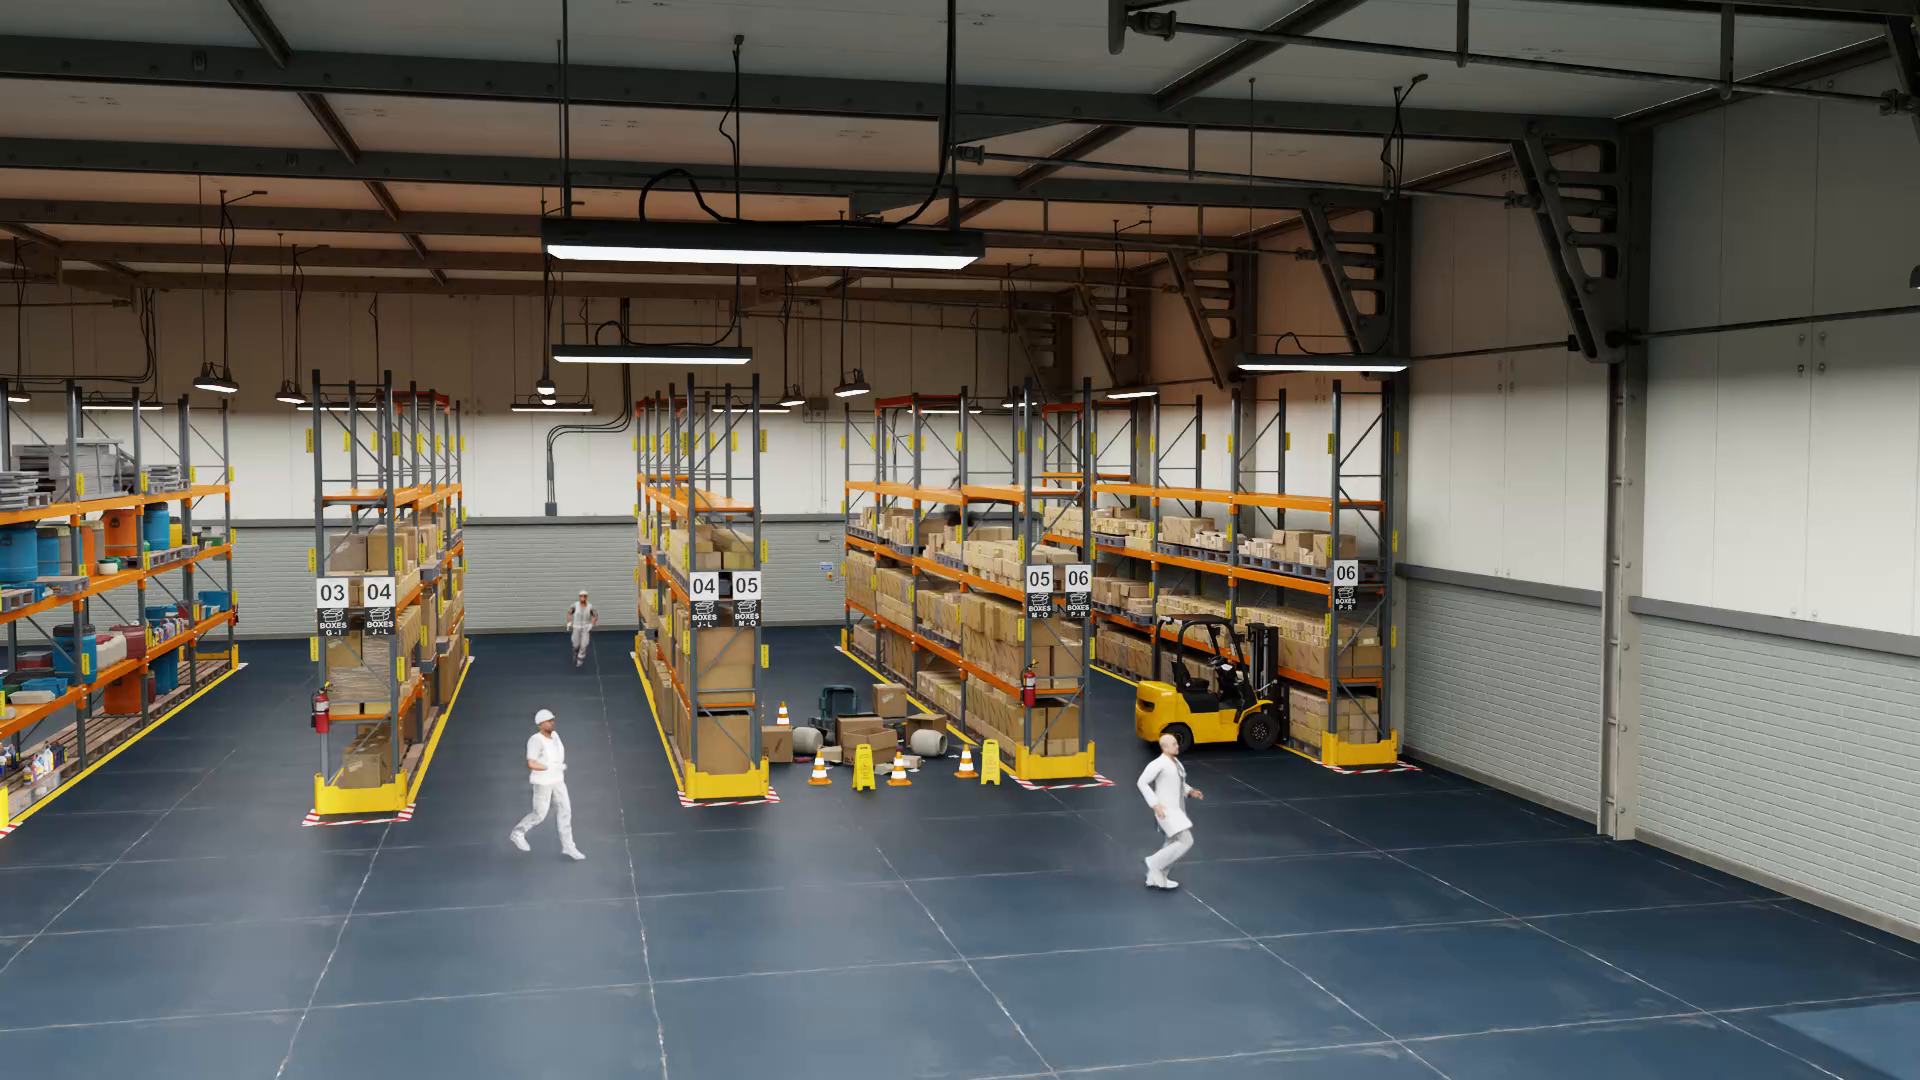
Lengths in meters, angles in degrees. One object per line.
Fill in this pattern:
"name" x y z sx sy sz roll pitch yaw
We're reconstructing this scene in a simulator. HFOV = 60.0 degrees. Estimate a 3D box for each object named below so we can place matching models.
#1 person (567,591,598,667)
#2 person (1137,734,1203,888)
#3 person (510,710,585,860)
"person" -8.467 1.994 37.294 0.689 1.736 0.565 -1 3 -11
"person" 2.391 3.049 18.612 0.657 1.738 0.694 2 4 27
"person" -4.992 2.941 20.064 0.976 1.801 0.690 1 4 20
